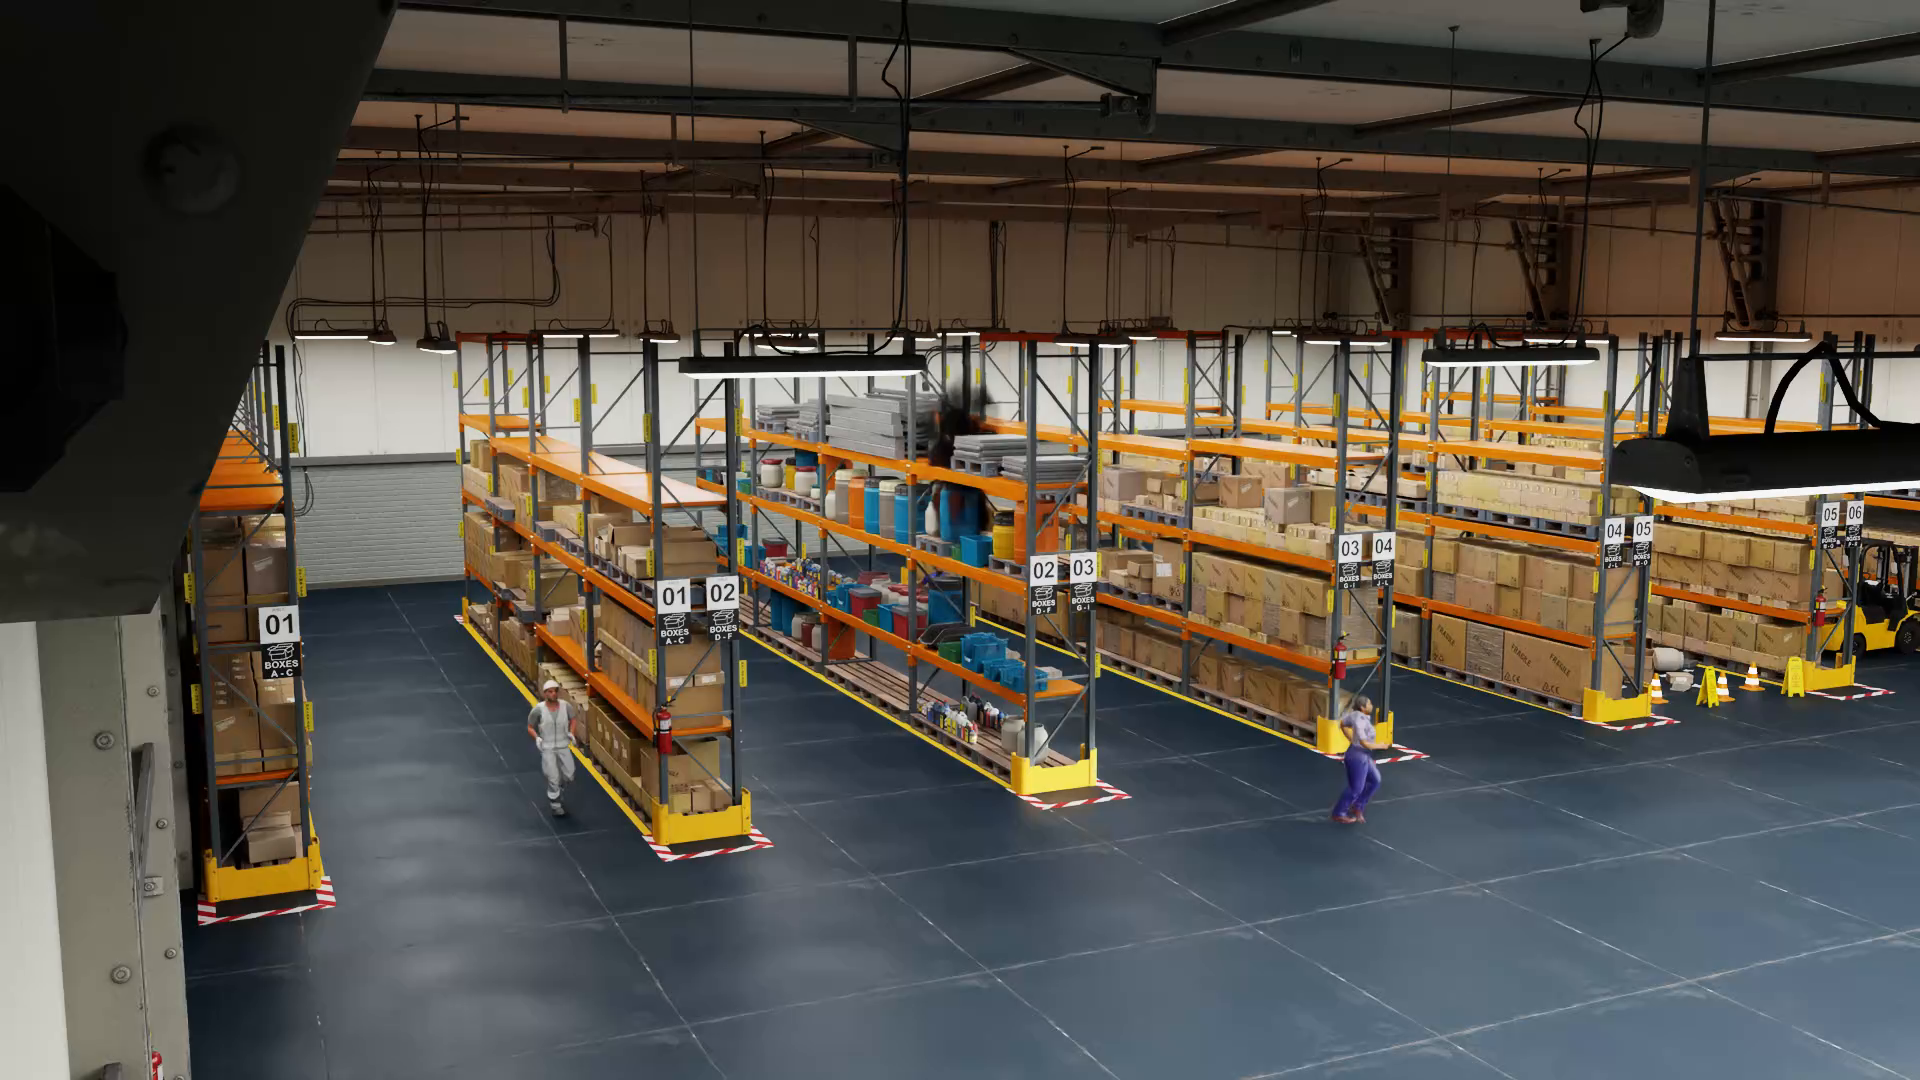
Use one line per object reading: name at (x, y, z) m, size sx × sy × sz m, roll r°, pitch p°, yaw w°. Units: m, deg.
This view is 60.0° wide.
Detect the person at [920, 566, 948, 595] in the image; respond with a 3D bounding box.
person at (-0.422, 1.241, 31.784) m, size 0.538 × 1.712 × 0.828 m, roll -5°, pitch 9°, yaw -33°

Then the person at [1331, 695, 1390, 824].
person at (4.988, 2.766, 20.715) m, size 0.691 × 1.680 × 0.619 m, roll 1°, pitch 8°, yaw 10°

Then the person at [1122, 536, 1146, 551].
person at (4.423, -0.220, 42.324) m, size 0.818 × 1.738 × 0.590 m, roll -4°, pitch 9°, yaw -28°

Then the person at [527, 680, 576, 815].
person at (-5.153, 2.631, 21.112) m, size 0.636 × 1.741 × 0.586 m, roll -4°, pitch 9°, yaw -26°
